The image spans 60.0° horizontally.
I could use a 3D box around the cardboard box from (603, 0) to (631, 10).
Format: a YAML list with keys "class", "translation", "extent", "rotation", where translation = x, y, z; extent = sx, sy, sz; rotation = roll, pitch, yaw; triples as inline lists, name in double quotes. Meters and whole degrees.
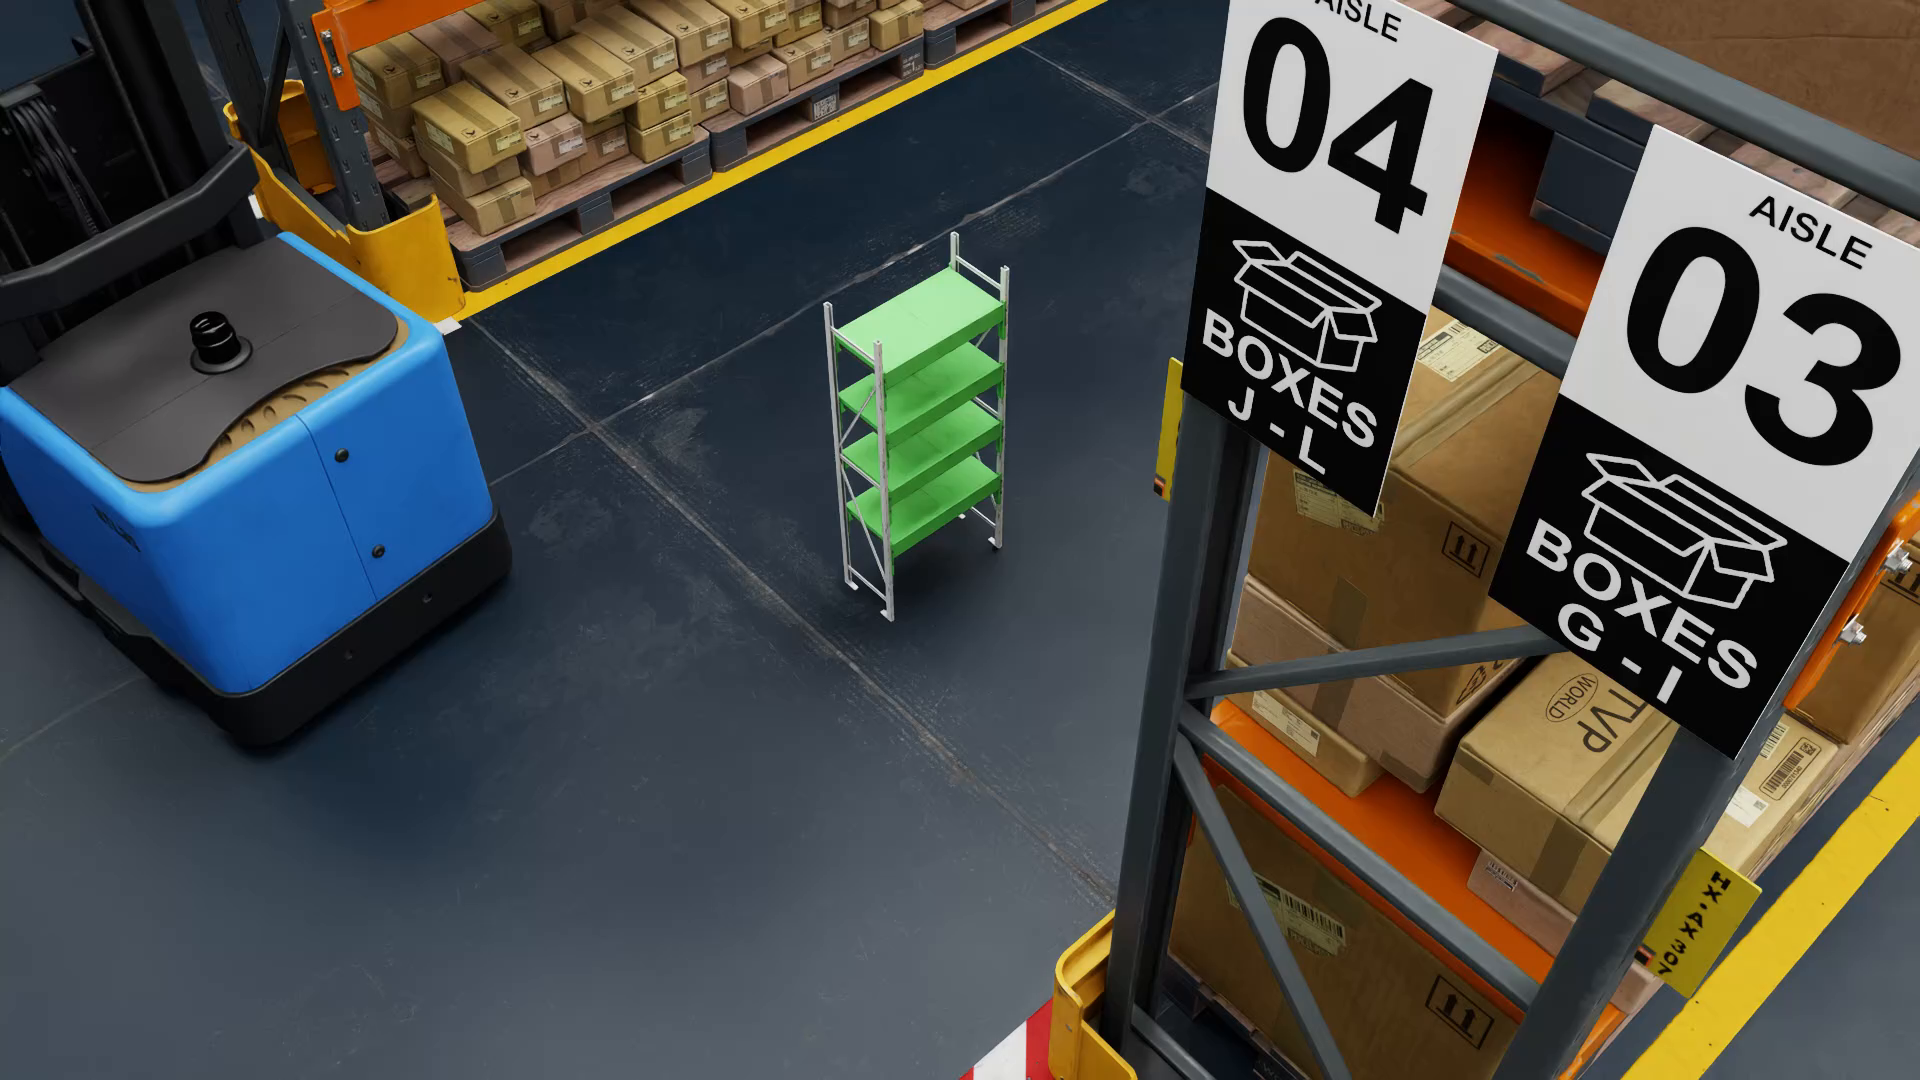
- class: "cardboard box"
  translation: [-1.568, -2.470, 7.237]
  extent: [0.250, 0.149, 0.380]
  rotation: [-32, 55, -26]

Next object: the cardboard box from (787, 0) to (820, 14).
- class: "cardboard box"
  translation: [-0.817, -2.435, 7.205]
  extent: [0.250, 0.149, 0.380]
  rotation: [-34, 56, -27]

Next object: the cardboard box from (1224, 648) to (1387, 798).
- class: "cardboard box"
  translation: [0.788, 0.331, 3.574]
  extent: [0.250, 0.149, 0.380]
  rotation: [-33, 55, -27]

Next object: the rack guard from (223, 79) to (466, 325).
- class: "rack guard"
  translation: [-2.459, -1.336, 6.642]
  extent: [0.348, 0.500, 1.175]
  rotation: [-34, 56, -27]

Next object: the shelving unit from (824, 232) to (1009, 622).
- class: "shelving unit"
  translation: [-0.122, -0.325, 5.234]
  extent: [0.503, 1.200, 0.258]
  rotation: [-34, 56, -27]

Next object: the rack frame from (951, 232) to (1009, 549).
- class: "rack frame"
  translation: [0.058, -0.446, 5.345]
  extent: [0.015, 1.200, 0.240]
  rotation: [-34, 56, -27]

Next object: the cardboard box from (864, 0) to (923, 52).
- class: "cardboard box"
  translation: [-0.383, -2.408, 7.585]
  extent: [0.250, 0.149, 0.380]
  rotation: [-34, 56, -27]

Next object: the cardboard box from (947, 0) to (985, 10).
- class: "cardboard box"
  translation: [-0.018, -2.671, 7.828]
  extent: [0.250, 0.149, 0.380]
  rotation: [-36, 57, -28]

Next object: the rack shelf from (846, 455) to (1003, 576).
- class: "rack shelf"
  translation: [-0.122, -0.119, 5.457]
  extent: [0.480, 0.148, 0.258]
  rotation: [-34, 56, -27]

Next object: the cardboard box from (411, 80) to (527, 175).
- class: "cardboard box"
  translation: [-1.899, -1.598, 6.432]
  extent: [0.250, 0.149, 0.380]
  rotation: [-36, 57, -29]

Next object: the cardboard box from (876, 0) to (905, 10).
- class: "cardboard box"
  translation: [-0.380, -2.582, 7.543]
  extent: [0.250, 0.149, 0.380]
  rotation: [-32, 55, -26]

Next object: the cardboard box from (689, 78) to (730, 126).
- class: "cardboard box"
  translation: [-1.207, -1.952, 7.164]
  extent: [0.250, 0.149, 0.380]
  rotation: [-34, 56, -27]

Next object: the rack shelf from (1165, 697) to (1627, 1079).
- class: "rack shelf"
  translation: [2.226, -0.144, 4.331]
  extent: [4.000, 0.370, 1.077]
  rotation: [-34, 56, -27]

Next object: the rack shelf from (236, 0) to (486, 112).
- class: "rack shelf"
  translation: [-1.036, -2.891, 6.866]
  extent: [4.000, 0.370, 1.077]
  rotation: [-34, 56, -27]

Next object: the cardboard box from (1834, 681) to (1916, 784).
- class: "cardboard box"
  translation: [1.801, 0.306, 3.597]
  extent: [0.250, 0.149, 0.380]
  rotation: [-35, 56, -28]

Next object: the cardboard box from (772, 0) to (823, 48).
- class: "cardboard box"
  translation: [-0.818, -2.351, 7.330]
  extent: [0.250, 0.149, 0.380]
  rotation: [-31, 55, -26]

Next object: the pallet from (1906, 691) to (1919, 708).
- class: "pallet"
  translation: [3.091, -0.097, 5.696]
  extent: [1.213, 0.211, 1.003]
  rotation: [-34, 56, -27]

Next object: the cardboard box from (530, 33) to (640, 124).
- class: "cardboard box"
  translation: [-1.504, -1.854, 6.669]
  extent: [0.250, 0.149, 0.380]
  rotation: [-34, 56, -27]

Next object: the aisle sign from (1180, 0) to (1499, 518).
- class: "aisle sign"
  translation: [0.491, -0.408, 2.317]
  extent: [0.004, 0.787, 0.394]
  rotation: [-34, 56, -27]

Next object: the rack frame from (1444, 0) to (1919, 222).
- class: "rack frame"
  translation: [0.746, -1.433, 0.950]
  extent: [0.127, 3.000, 1.000]
  rotation: [-34, 56, -27]

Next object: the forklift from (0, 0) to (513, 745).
- class: "forklift"
  translation: [-2.961, -1.292, 4.948]
  extent: [3.031, 2.935, 1.130]
  rotation: [31, 55, 26]

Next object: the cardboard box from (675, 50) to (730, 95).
- class: "cardboard box"
  translation: [-1.198, -2.066, 7.067]
  extent: [0.380, 0.149, 0.250]
  rotation: [36, 57, 29]

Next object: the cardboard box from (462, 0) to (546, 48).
- class: "cardboard box"
  translation: [-1.964, -2.213, 7.000]
  extent: [0.250, 0.149, 0.380]
  rotation: [-35, 56, -28]

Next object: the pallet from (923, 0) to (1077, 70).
- class: "pallet"
  translation: [-0.029, -2.827, 8.215]
  extent: [1.213, 0.211, 1.003]
  rotation: [-34, 56, -27]

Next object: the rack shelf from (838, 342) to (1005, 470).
- class: "rack shelf"
  translation: [-0.122, -0.444, 5.104]
  extent: [0.480, 0.148, 0.258]
  rotation: [-34, 56, -27]

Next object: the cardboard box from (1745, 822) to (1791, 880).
- class: "cardboard box"
  translation: [1.420, 0.563, 3.361]
  extent: [0.250, 0.149, 0.380]
  rotation: [-35, 56, -28]

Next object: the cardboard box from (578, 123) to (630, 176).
- class: "cardboard box"
  translation: [-1.595, -1.707, 6.938]
  extent: [0.250, 0.149, 0.380]
  rotation: [-33, 55, -27]

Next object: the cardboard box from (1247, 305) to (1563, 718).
- class: "cardboard box"
  translation: [0.930, -0.087, 3.179]
  extent: [0.500, 0.500, 0.500]
  rotation: [-33, 55, -27]

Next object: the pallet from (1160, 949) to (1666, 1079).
- class: "pallet"
  translation: [1.285, 1.109, 4.583]
  extent: [1.213, 0.211, 1.003]
  rotation: [-34, 56, -27]

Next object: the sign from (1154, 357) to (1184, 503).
- class: "sign"
  translation: [0.392, -0.174, 2.920]
  extent: [0.005, 0.325, 0.100]
  rotation: [-34, 56, -27]

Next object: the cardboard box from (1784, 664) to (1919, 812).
- class: "cardboard box"
  translation: [1.663, 0.200, 3.424]
  extent: [0.500, 0.250, 0.500]
  rotation: [-34, 56, -28]

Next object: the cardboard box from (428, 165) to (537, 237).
- class: "cardboard box"
  translation: [-1.913, -1.407, 6.661]
  extent: [0.250, 0.149, 0.380]
  rotation: [-33, 55, -26]

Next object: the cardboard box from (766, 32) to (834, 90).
- class: "cardboard box"
  translation: [-0.777, -2.179, 7.373]
  extent: [0.250, 0.149, 0.380]
  rotation: [-34, 56, -27]

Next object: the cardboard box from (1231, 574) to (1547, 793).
- class: "cardboard box"
  translation: [0.926, 0.167, 3.454]
  extent: [0.500, 0.250, 0.500]
  rotation: [-35, 56, -28]

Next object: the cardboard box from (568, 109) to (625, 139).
- class: "cardboard box"
  translation: [-1.593, -1.816, 6.836]
  extent: [0.250, 0.149, 0.380]
  rotation: [-33, 55, -27]

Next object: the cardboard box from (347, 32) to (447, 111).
- class: "cardboard box"
  translation: [-2.294, -1.923, 6.732]
  extent: [0.250, 0.149, 0.380]
  rotation: [-33, 55, -27]

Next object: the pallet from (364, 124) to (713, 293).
- class: "pallet"
  translation: [-1.835, -1.620, 7.101]
  extent: [1.213, 0.211, 1.003]
  rotation: [-34, 56, -27]

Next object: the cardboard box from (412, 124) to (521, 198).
- class: "cardboard box"
  translation: [-1.955, -1.542, 6.583]
  extent: [0.250, 0.149, 0.380]
  rotation: [-32, 55, -26]

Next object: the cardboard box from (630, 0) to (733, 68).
- class: "cardboard box"
  translation: [-1.164, -2.154, 6.946]
  extent: [0.250, 0.149, 0.380]
  rotation: [-32, 55, -26]

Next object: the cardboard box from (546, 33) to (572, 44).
- class: "cardboard box"
  translation: [-1.666, -2.173, 7.166]
  extent: [0.250, 0.149, 0.380]
  rotation: [-34, 56, -28]
